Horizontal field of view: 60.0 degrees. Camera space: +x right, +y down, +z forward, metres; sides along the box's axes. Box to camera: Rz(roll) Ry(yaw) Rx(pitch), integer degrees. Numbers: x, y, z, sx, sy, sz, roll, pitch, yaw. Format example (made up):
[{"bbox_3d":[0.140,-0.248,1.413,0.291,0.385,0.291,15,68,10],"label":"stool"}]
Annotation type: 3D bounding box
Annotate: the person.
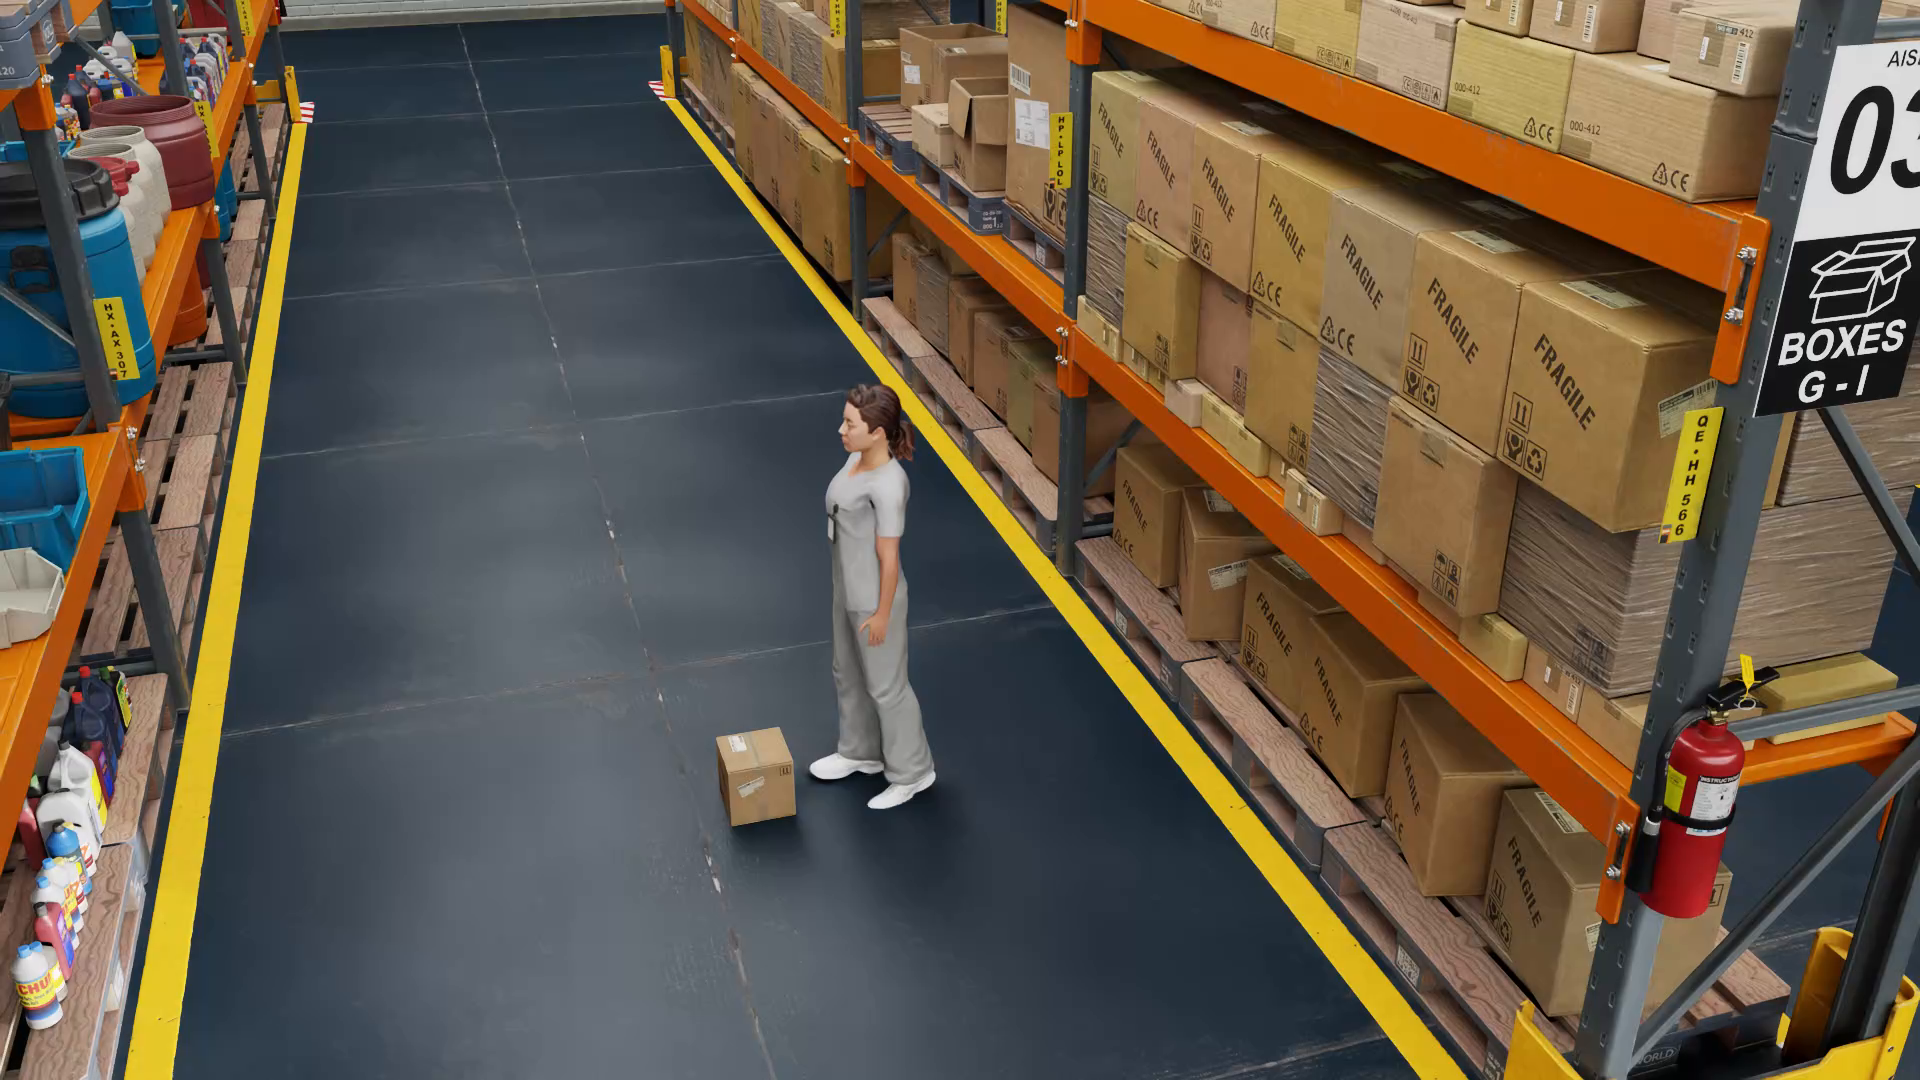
[{"bbox_3d":[-0.343,0.223,6.207,0.467,1.704,0.441,-8,27,-15],"label":"person"}]
